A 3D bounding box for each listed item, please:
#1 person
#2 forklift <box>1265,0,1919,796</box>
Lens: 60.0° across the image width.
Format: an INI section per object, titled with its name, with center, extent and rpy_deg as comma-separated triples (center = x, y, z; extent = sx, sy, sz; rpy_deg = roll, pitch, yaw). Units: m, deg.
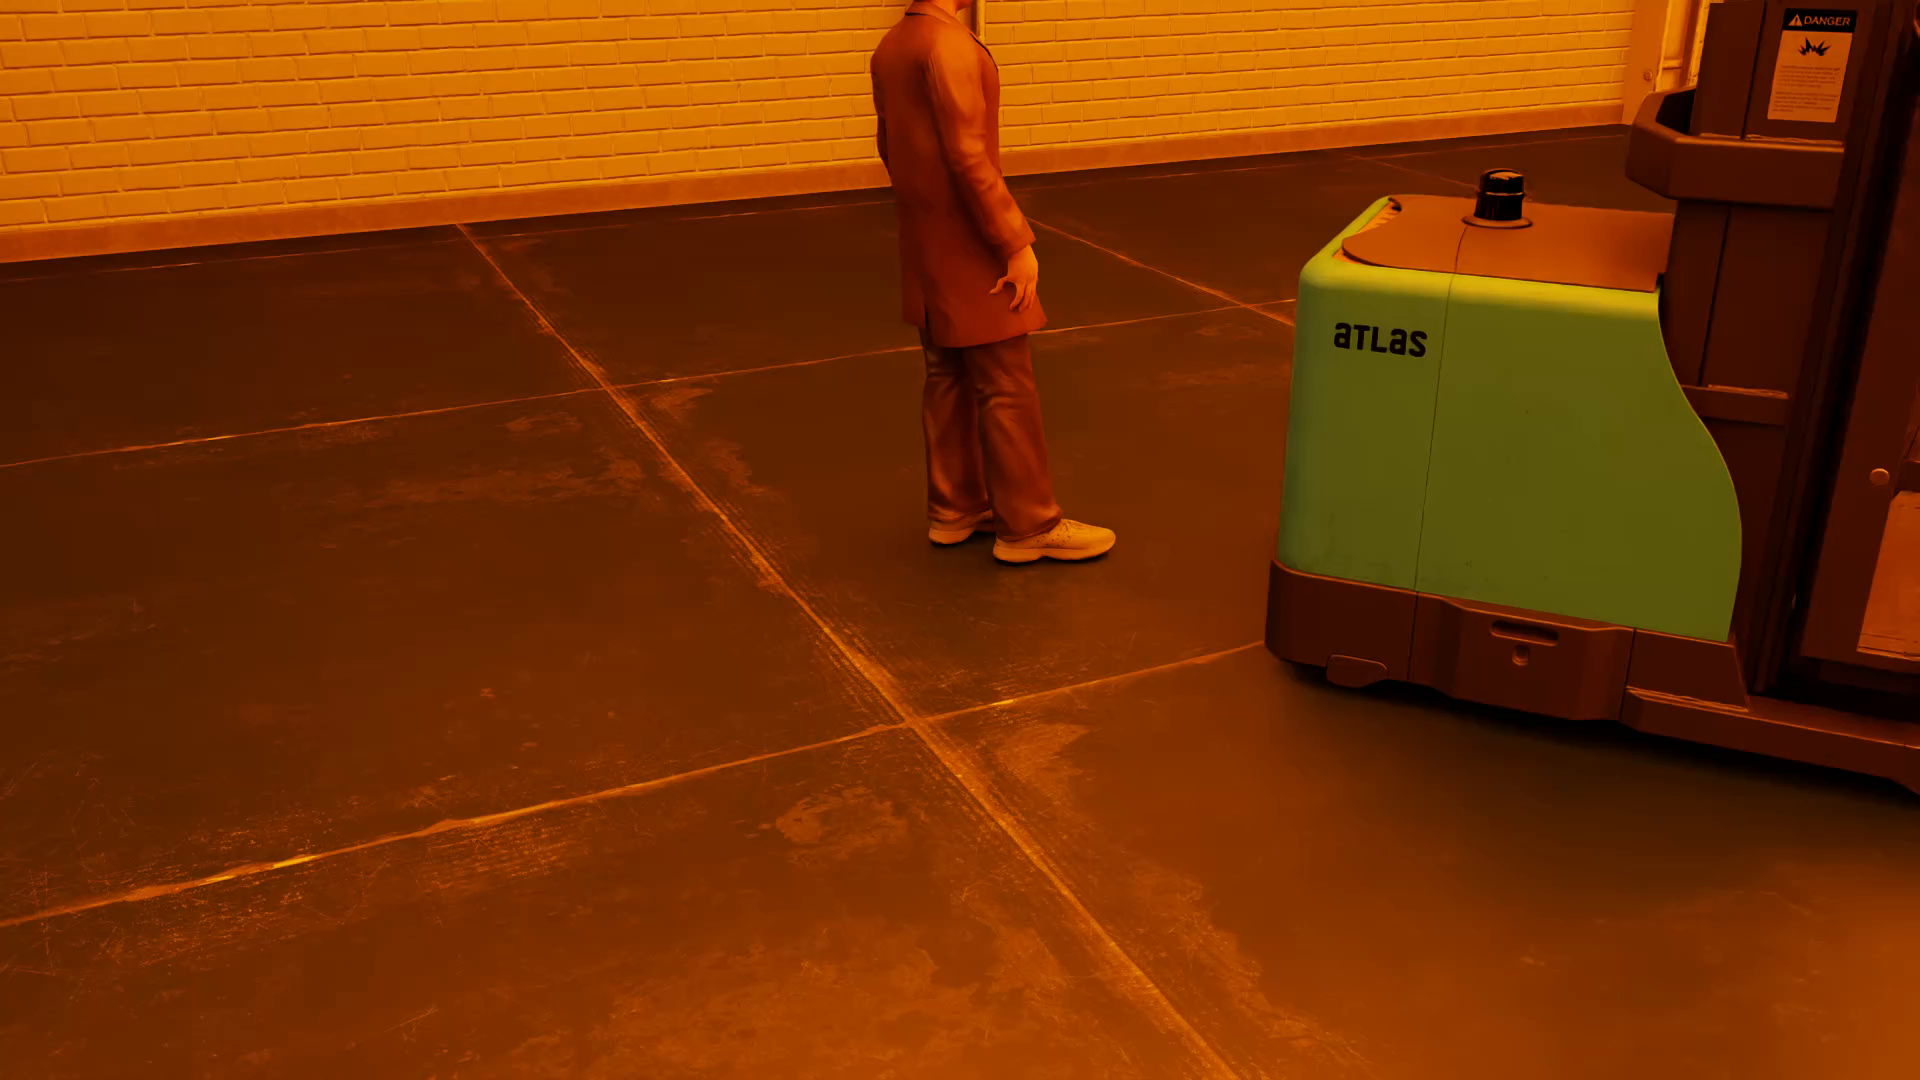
[person]
center = 0.084, -0.841, 4.795
extent = 0.581, 1.777, 0.698
rpy_deg = -10, 25, -23
[forklift]
center = 2.346, -0.942, 3.554
extent = 3.031, 2.935, 1.130
rpy_deg = 10, 24, 22
